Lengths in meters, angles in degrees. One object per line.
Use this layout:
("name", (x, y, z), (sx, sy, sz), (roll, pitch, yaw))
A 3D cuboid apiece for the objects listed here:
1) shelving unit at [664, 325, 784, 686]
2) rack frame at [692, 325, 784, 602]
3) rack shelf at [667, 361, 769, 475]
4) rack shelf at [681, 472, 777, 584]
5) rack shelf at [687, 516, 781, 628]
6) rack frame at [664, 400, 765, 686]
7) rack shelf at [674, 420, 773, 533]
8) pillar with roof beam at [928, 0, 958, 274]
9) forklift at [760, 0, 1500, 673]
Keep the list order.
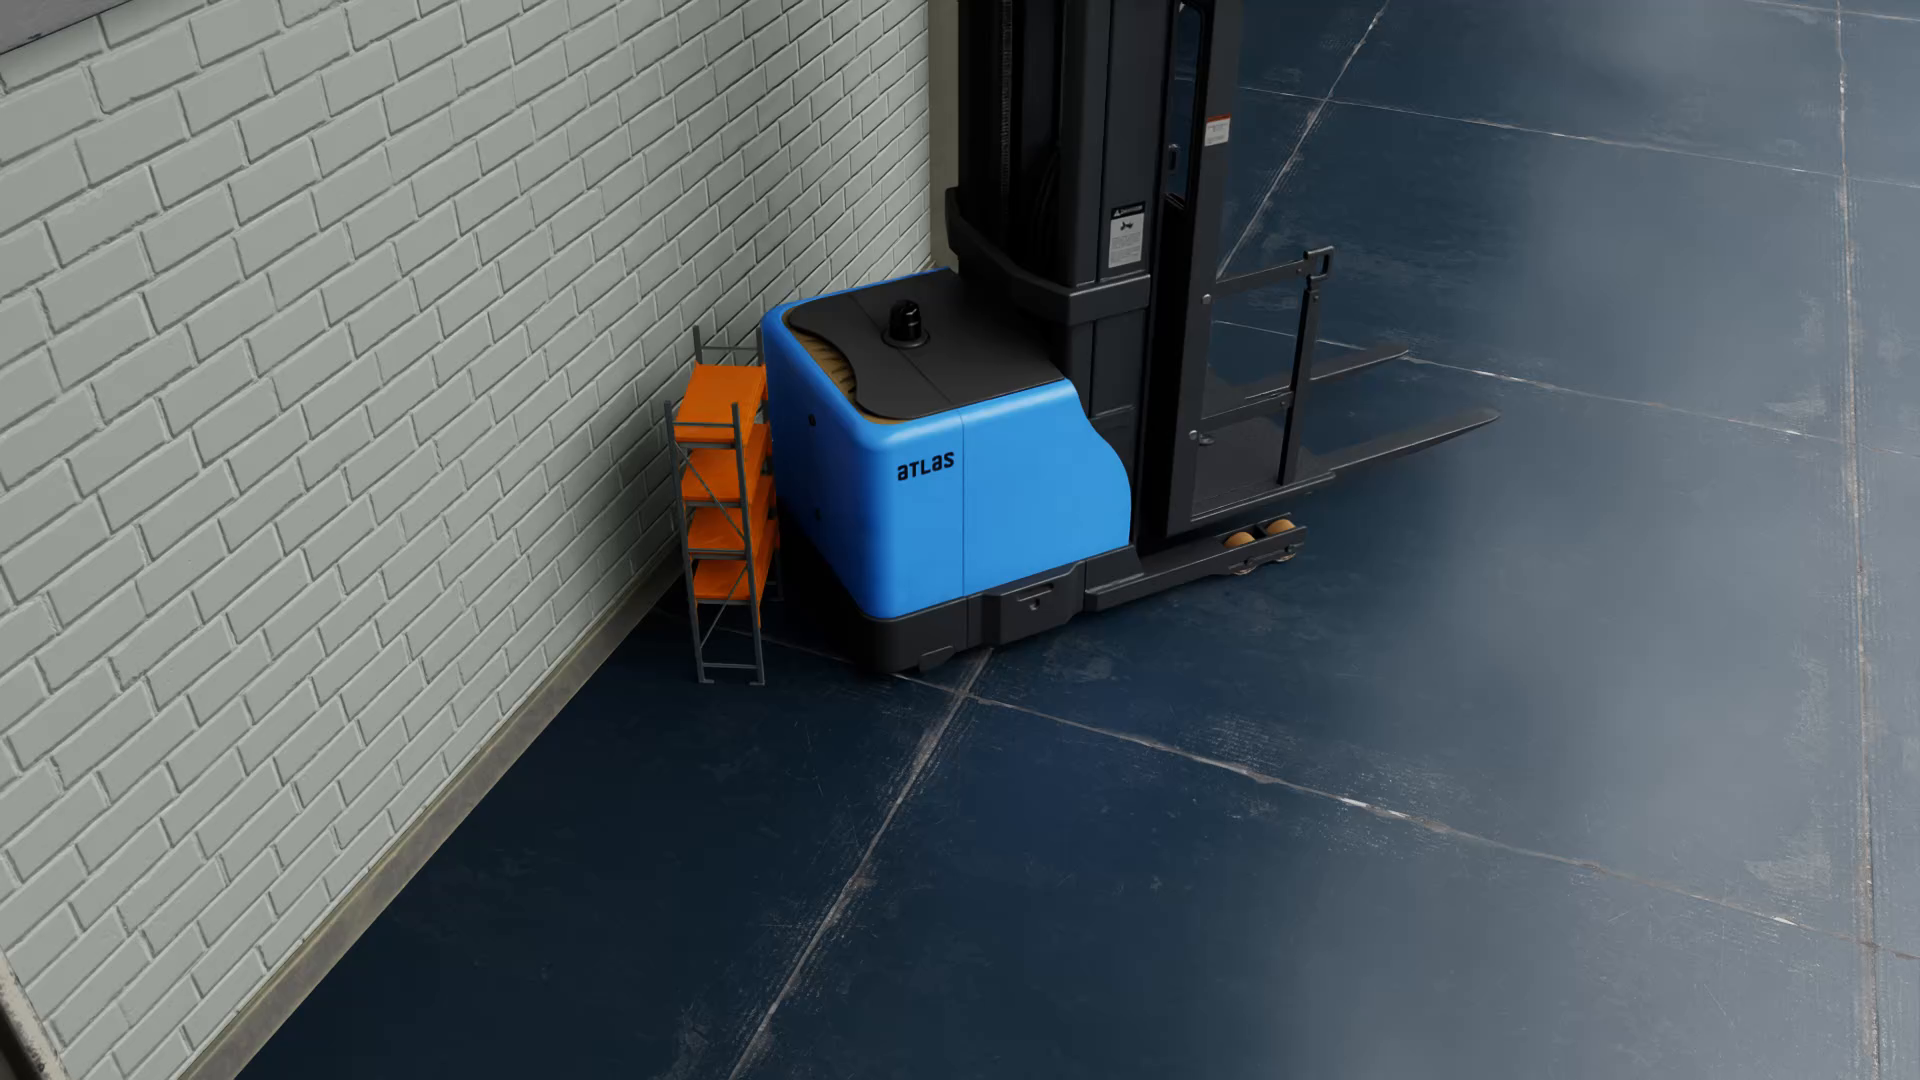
("shelving unit", (-0.816, -0.106, 5.889), (0.258, 1.200, 0.503), (2, 37, 3))
("rack frame", (-0.801, -0.251, 6.084), (0.240, 1.200, 0.015), (2, 37, 3))
("rack shelf", (-0.816, -0.420, 5.654), (0.258, 0.148, 0.480), (2, 37, 3))
("rack shelf", (-0.816, -0.052, 5.929), (0.258, 0.148, 0.480), (2, 37, 3))
("rack shelf", (-0.816, 0.107, 6.048), (0.258, 0.148, 0.480), (2, 37, 3))
("rack frame", (-0.831, 0.040, 5.694), (0.240, 1.200, 0.015), (2, 37, 3))
("rack shelf", (-0.816, -0.231, 5.795), (0.258, 0.148, 0.480), (2, 37, 3))
("pillar with roof beam", (4.045, -3.998, 4.582), (9.100, 9.000, 0.400), (14, 39, 18))
("forklift", (0.806, -1.302, 6.044), (3.031, 2.935, 1.130), (-17, 40, -21))
